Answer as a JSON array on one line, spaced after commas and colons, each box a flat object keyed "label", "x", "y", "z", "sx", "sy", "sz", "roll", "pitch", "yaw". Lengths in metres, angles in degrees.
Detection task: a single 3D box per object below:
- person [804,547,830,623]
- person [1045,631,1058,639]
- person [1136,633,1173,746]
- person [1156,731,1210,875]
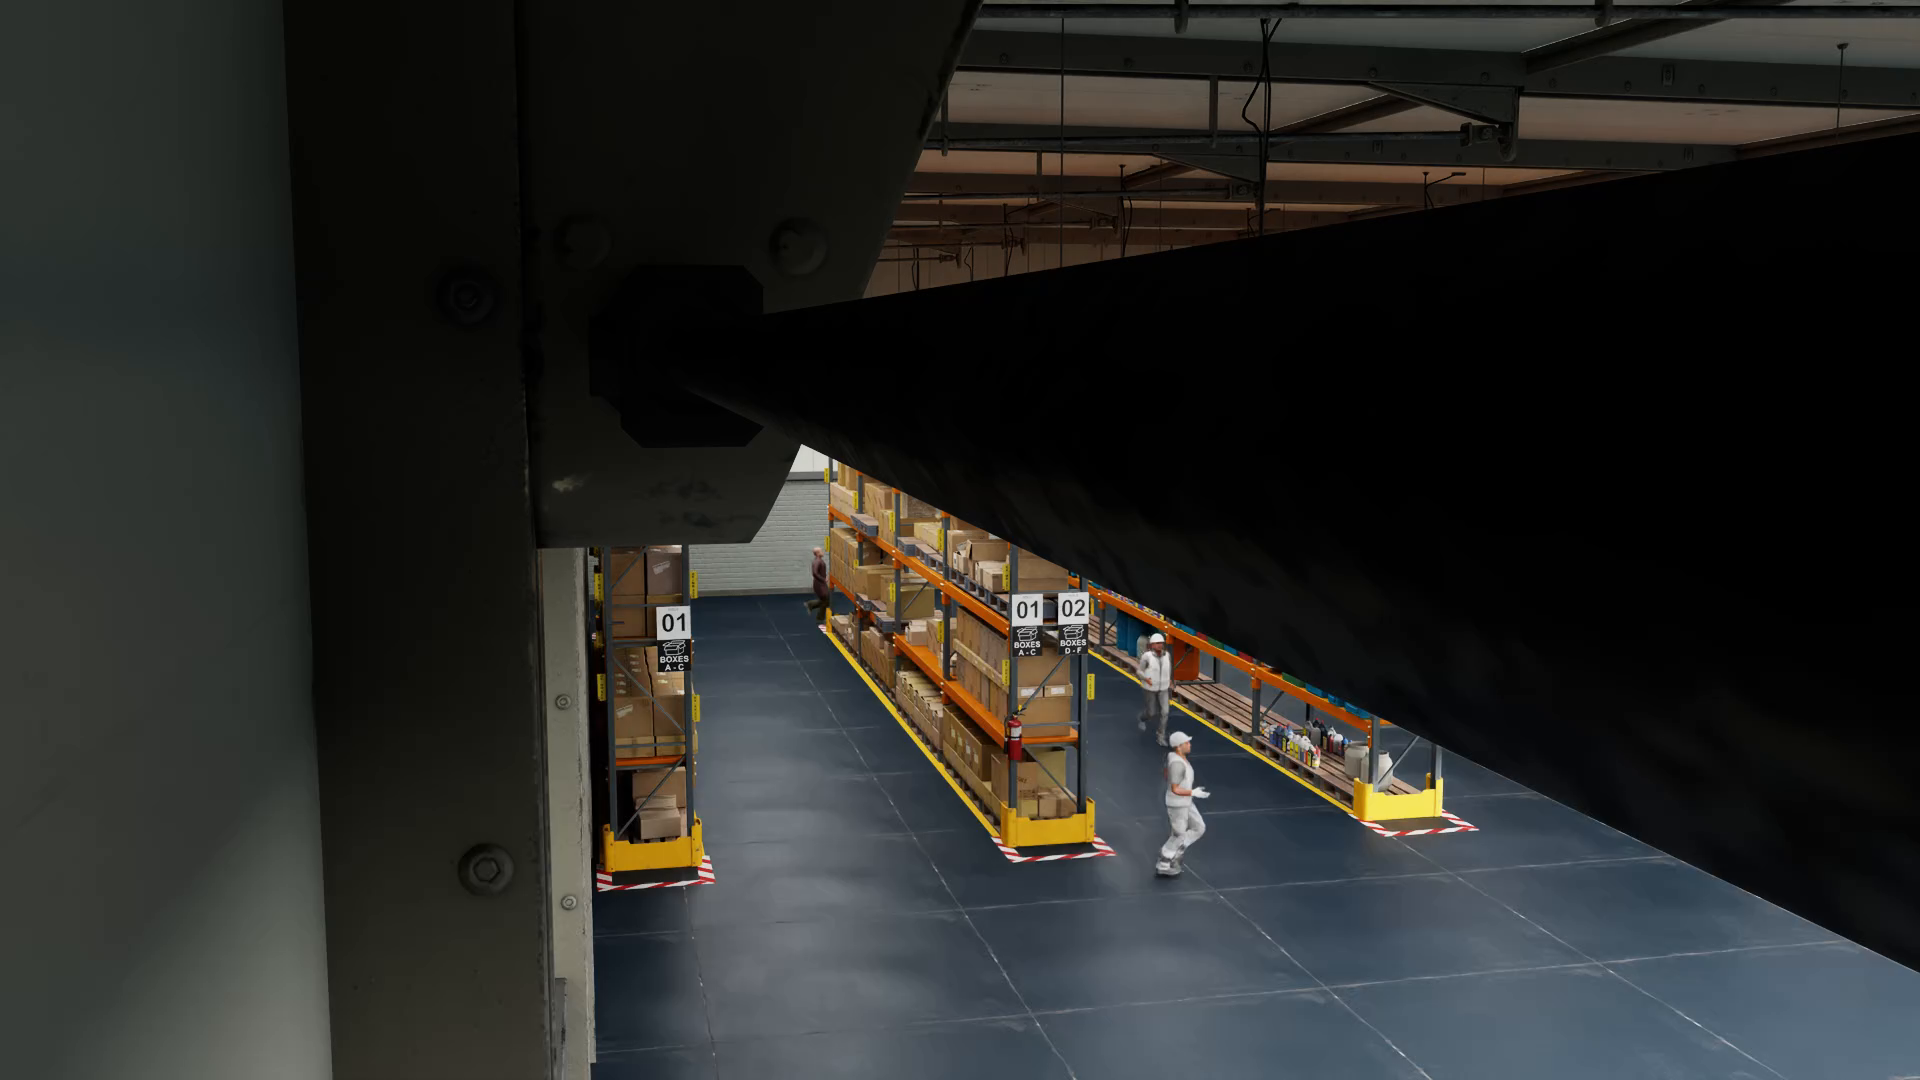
[{"label": "person", "x": -3.222, "y": 1.026, "z": 37.550, "sx": 0.642, "sy": 1.738, "sz": 0.705, "roll": 0, "pitch": 7, "yaw": -4}, {"label": "person", "x": 1.591, "y": 2.027, "z": 29.349, "sx": 0.625, "sy": 1.654, "sz": 0.723, "roll": -3, "pitch": 7, "yaw": -22}, {"label": "person", "x": 3.090, "y": 2.334, "z": 26.407, "sx": 0.654, "sy": 1.756, "sz": 0.881, "roll": -2, "pitch": 7, "yaw": -15}, {"label": "person", "x": 2.644, "y": 3.120, "z": 19.654, "sx": 0.640, "sy": 1.751, "sz": 0.628, "roll": 2, "pitch": 7, "yaw": 14}]
